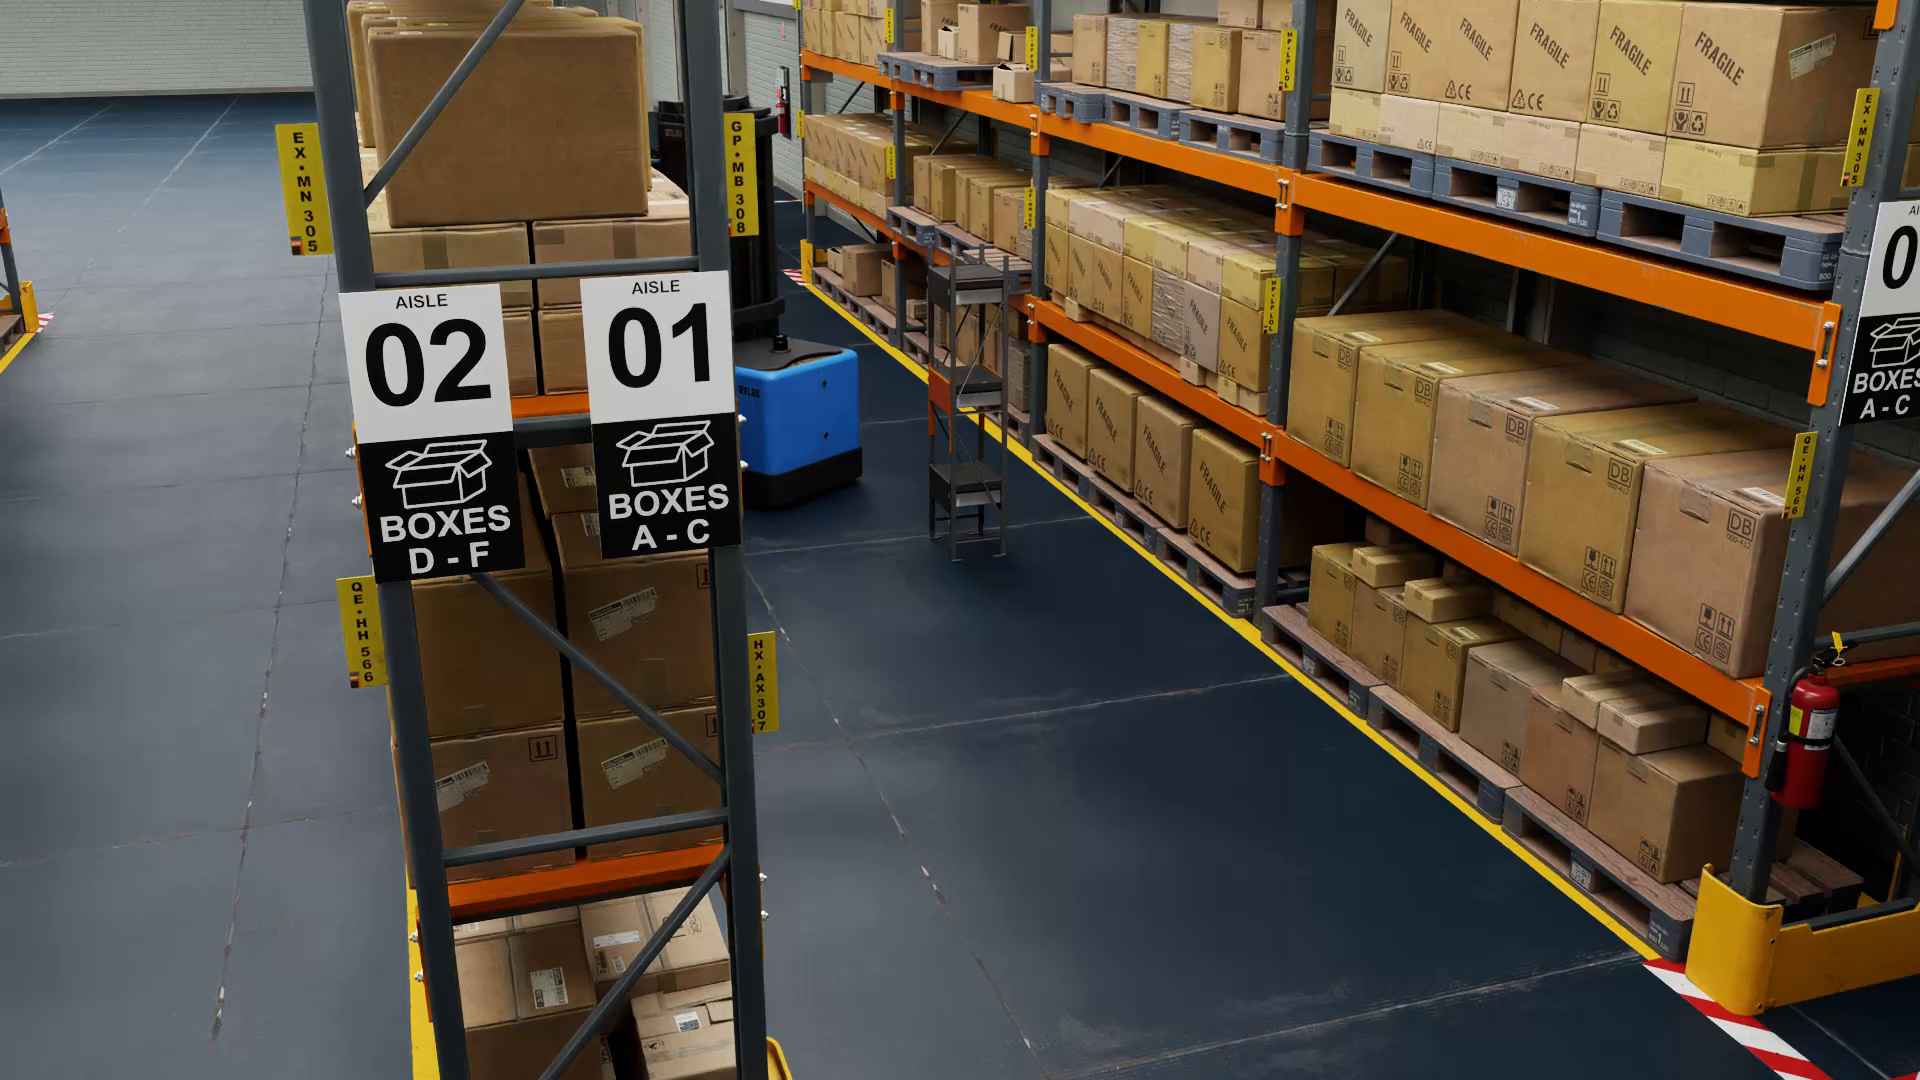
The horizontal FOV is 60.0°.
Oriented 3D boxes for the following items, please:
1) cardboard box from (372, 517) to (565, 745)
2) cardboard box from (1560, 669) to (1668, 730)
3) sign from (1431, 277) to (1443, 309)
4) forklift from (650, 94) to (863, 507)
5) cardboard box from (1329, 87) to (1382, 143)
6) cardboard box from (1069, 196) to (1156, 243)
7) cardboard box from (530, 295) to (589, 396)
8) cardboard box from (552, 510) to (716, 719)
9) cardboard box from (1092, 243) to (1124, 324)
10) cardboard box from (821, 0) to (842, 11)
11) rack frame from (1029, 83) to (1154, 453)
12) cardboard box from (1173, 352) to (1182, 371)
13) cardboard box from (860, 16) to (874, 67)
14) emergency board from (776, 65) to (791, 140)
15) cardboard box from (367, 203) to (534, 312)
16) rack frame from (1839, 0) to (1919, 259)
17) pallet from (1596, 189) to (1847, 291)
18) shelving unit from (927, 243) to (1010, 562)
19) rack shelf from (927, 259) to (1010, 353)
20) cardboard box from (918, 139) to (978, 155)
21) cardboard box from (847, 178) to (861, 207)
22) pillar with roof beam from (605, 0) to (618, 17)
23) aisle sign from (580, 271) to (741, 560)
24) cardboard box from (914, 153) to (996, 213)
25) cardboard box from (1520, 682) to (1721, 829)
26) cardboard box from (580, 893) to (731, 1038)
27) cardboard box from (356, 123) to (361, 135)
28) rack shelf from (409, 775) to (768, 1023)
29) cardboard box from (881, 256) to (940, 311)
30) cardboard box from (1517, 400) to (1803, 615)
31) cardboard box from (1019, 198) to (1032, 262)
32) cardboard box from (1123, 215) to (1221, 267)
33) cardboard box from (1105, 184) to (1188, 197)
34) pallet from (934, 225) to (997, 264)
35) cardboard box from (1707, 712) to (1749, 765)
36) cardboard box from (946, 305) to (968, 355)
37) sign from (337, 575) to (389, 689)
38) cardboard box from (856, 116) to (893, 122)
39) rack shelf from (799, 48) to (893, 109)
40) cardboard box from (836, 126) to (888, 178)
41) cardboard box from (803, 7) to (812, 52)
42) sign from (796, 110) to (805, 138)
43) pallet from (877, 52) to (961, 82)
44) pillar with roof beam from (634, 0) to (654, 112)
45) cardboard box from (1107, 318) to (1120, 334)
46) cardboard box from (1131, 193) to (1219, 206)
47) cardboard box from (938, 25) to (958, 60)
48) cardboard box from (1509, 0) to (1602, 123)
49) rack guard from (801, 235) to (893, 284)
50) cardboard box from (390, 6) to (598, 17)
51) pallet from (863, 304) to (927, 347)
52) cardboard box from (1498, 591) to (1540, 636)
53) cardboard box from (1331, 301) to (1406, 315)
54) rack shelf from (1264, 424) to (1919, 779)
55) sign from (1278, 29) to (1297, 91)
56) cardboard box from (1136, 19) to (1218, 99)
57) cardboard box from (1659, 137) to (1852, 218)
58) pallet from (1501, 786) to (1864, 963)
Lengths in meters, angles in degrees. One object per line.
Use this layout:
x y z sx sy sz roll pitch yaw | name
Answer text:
-1.515 0.265 5.114 0.500 0.500 0.500 -7 21 -18 | cardboard box
2.978 0.724 7.579 0.380 0.149 0.250 -6 21 -16 | cardboard box
2.856 -1.419 10.032 0.100 0.325 0.005 -6 21 -17 | sign
-2.241 -2.009 13.173 3.031 2.935 1.130 15 25 36 | forklift
2.297 -2.251 8.761 0.500 0.250 0.500 -6 21 -17 | cardboard box
1.140 -2.402 12.441 0.500 0.250 0.500 -7 21 -18 | cardboard box
-1.034 -0.637 5.036 0.500 0.250 0.500 -6 21 -17 | cardboard box
-1.003 0.208 5.272 0.500 0.500 0.500 -6 21 -16 | cardboard box
1.293 -1.883 12.105 0.500 0.500 0.500 -6 21 -17 | cardboard box
-1.270 -6.225 18.717 0.500 0.500 0.500 -6 21 -16 | cardboard box
1.073 -2.198 13.600 1.000 3.000 0.127 -6 21 -17 | rack frame
1.662 -1.215 11.203 0.380 0.149 0.250 -6 21 -17 | cardboard box
-0.725 -5.250 17.480 0.500 0.500 0.500 -8 21 -22 | cardboard box
-3.027 -7.356 27.958 0.194 1.169 0.643 -6 21 -17 | emergency board
-1.518 -0.818 4.801 0.500 0.250 0.500 -6 21 -17 | cardboard box
3.587 -2.455 5.438 1.000 3.000 0.127 -6 21 -17 | rack frame
3.344 -1.238 6.620 1.003 0.211 1.213 -6 21 -17 | pallet
0.052 -0.935 11.414 0.431 2.100 0.503 -6 21 -17 | shelving unit
0.052 -1.581 11.182 0.431 0.518 0.480 -6 21 -17 | rack shelf
-0.134 -3.947 17.551 0.500 0.500 0.500 -7 21 -18 | cardboard box
-0.942 -3.861 18.422 0.500 0.250 0.500 -7 21 -18 | cardboard box
-13.917 -16.626 44.893 9.100 9.000 0.400 -6 21 -17 | pillar with roof beam
-0.814 -0.336 4.570 0.394 0.787 0.004 -6 21 -17 | aisle sign
-0.057 -3.569 16.618 0.700 0.500 0.500 -6 21 -17 | cardboard box
3.115 0.973 7.847 0.700 0.500 0.500 -6 21 -17 | cardboard box
-1.173 1.618 6.391 0.500 0.250 0.500 -6 21 -17 | cardboard box
-2.295 -1.621 7.037 0.500 0.250 0.500 -6 21 -17 | cardboard box
-1.743 0.593 6.892 1.077 0.370 4.000 -6 21 -17 | rack shelf
-0.549 -2.842 18.437 0.500 0.500 0.500 -8 21 -21 | cardboard box
3.178 -0.167 7.501 0.980 0.700 0.700 -7 21 -18 | cardboard box
0.916 -2.602 13.926 0.700 0.500 0.500 -9 22 -24 | cardboard box
1.468 -2.079 11.541 0.500 0.250 0.500 -7 21 -18 | cardboard box
1.462 -2.630 13.074 0.500 0.250 0.500 -6 21 -16 | cardboard box
0.412 -2.739 15.389 1.003 0.211 1.213 -6 21 -17 | pallet
3.502 0.847 7.238 0.380 0.149 0.250 -6 21 -17 | cardboard box
0.273 -2.118 16.422 0.700 0.500 0.500 -7 21 -18 | cardboard box
-1.647 0.255 4.588 0.100 0.325 0.005 -6 21 -17 | sign
-0.943 -4.766 19.832 0.500 0.500 0.500 -6 21 -16 | cardboard box
-0.813 -5.197 18.575 1.077 0.370 4.000 -6 21 -17 | rack shelf
-1.101 -4.382 18.761 0.500 0.500 0.500 -6 21 -16 | cardboard box
-1.574 -6.100 19.847 0.500 0.500 0.500 -6 21 -16 | cardboard box
-1.957 -5.115 20.440 0.100 0.325 0.005 -6 21 -17 | sign
-0.091 -4.596 16.115 1.213 0.211 1.003 -6 21 -17 | pallet
-12.031 -14.701 39.533 9.100 9.000 0.400 -6 21 -17 | pillar with roof beam
1.317 -1.633 12.369 0.380 0.149 0.250 -6 21 -16 | cardboard box
1.621 -2.463 12.610 0.500 0.250 0.500 -7 21 -19 | cardboard box
0.105 -4.668 15.548 0.500 0.311 0.500 -6 21 -15 | cardboard box
2.779 -2.104 7.243 0.500 0.500 0.500 -7 21 -20 | cardboard box
-1.418 -3.565 21.102 1.175 0.500 0.348 -6 21 -17 | rack guard
-1.695 -1.685 6.106 0.700 0.500 0.500 -6 21 -17 | cardboard box
-0.429 -2.382 18.235 1.003 0.211 1.213 -6 21 -17 | pallet
3.022 0.359 8.596 0.380 0.149 0.250 -7 21 -18 | cardboard box
2.425 -1.286 10.441 0.500 0.500 0.500 -7 21 -19 | cardboard box
2.959 0.066 8.361 1.077 0.370 4.000 -6 21 -17 | rack shelf
1.818 -2.657 9.209 0.100 0.325 0.005 -6 21 -17 | sign
1.658 -3.371 11.629 0.700 0.500 0.500 -5 20 -14 | cardboard box
3.105 -1.424 6.459 0.500 0.250 0.500 -6 21 -16 | cardboard box
3.262 1.433 7.615 1.003 0.211 1.213 -6 21 -17 | pallet
